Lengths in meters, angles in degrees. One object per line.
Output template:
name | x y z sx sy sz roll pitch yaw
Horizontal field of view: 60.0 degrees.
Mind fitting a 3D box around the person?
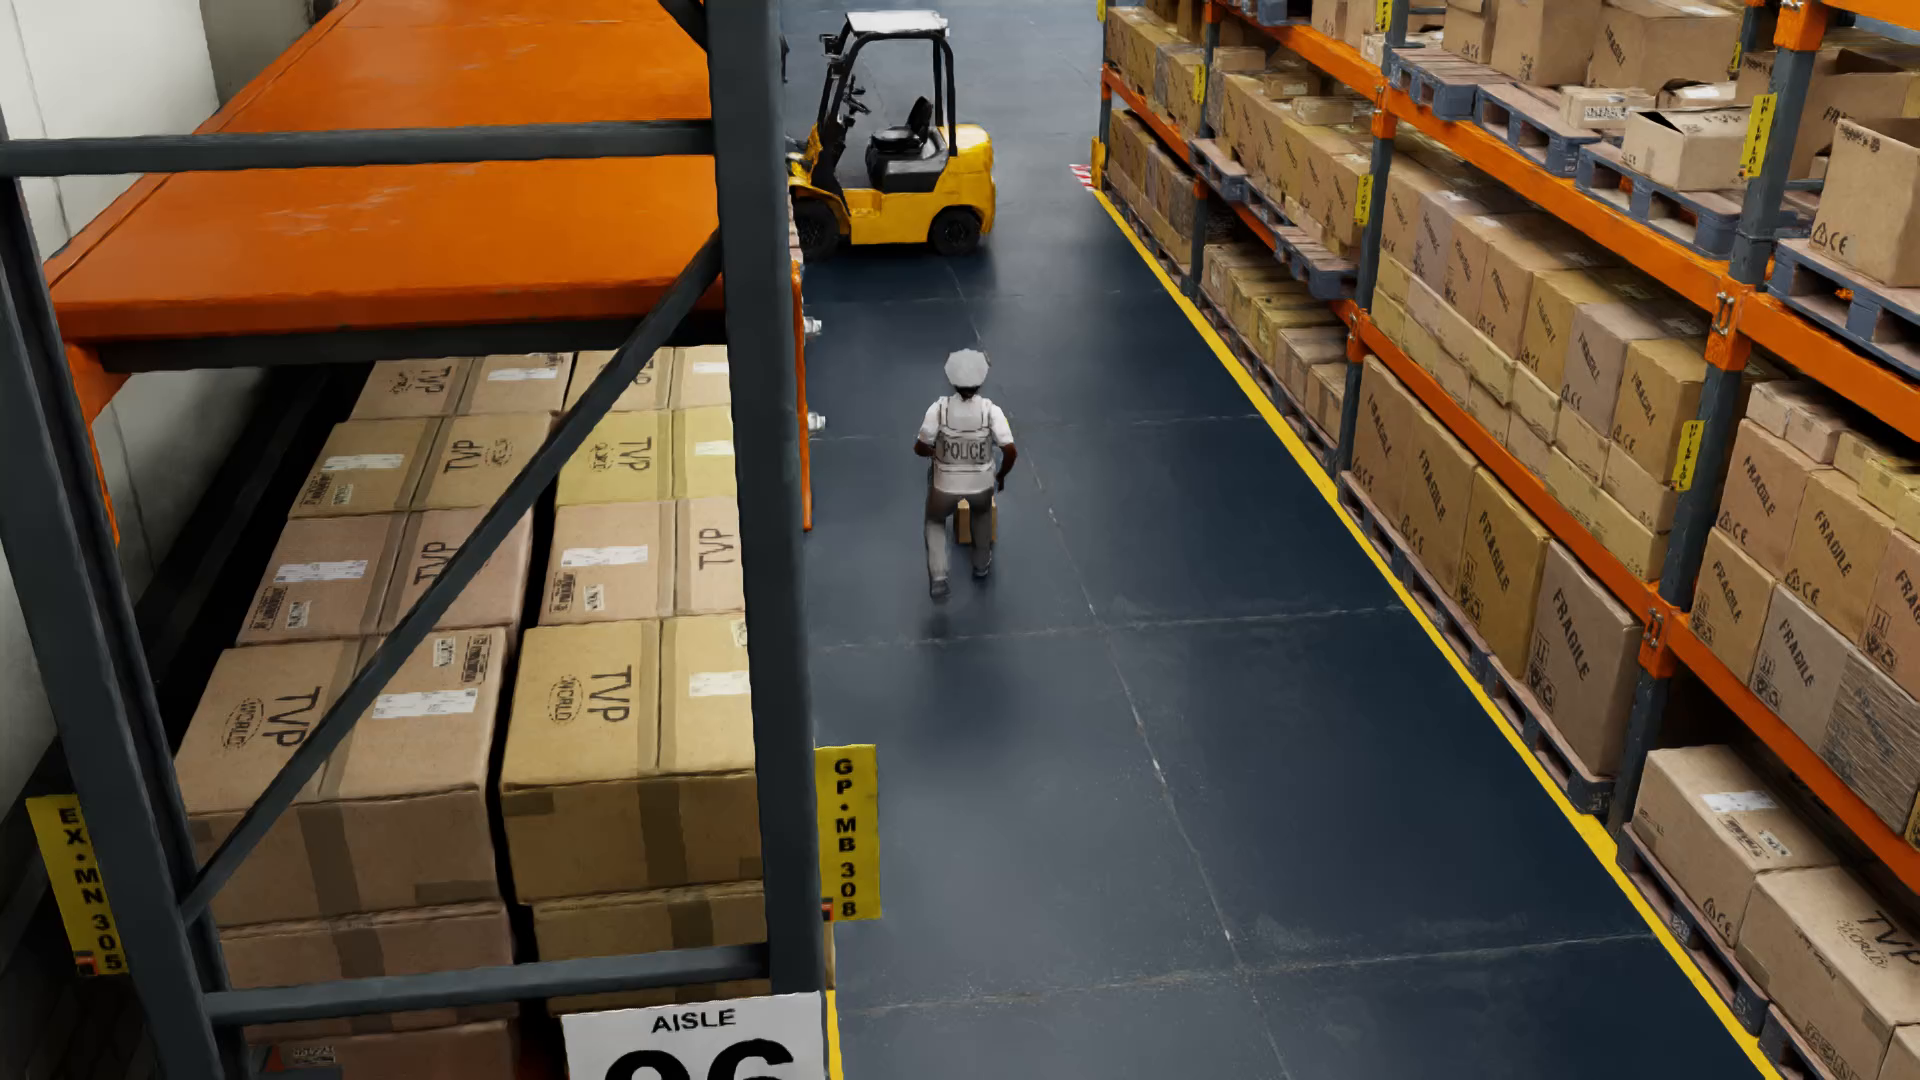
person | 0.001 -0.438 9.960 0.583 1.608 0.762 -3 27 -6
